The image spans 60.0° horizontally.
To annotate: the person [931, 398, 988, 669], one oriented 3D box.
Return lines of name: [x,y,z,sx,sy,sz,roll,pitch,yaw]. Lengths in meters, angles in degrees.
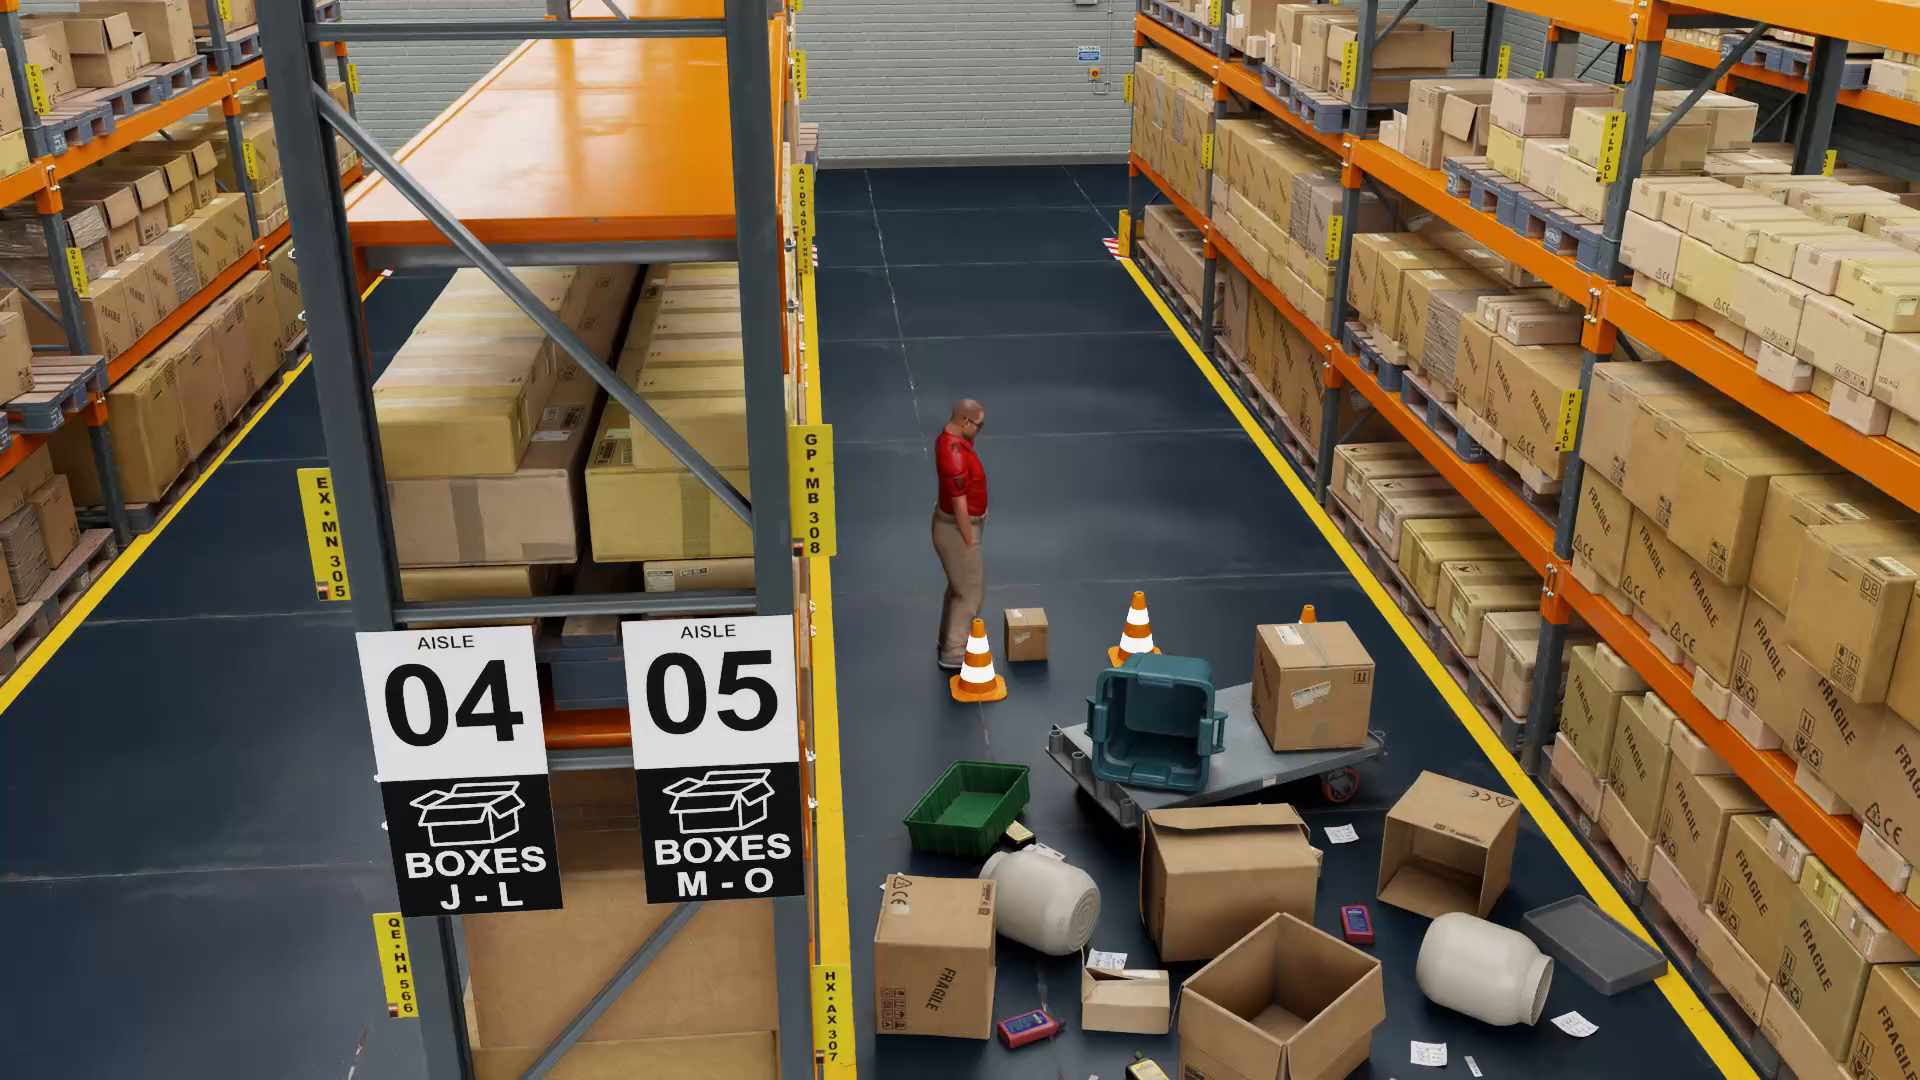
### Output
person: [0.006,-0.054,10.277,0.367,1.712,0.538,-2,24,-4]
